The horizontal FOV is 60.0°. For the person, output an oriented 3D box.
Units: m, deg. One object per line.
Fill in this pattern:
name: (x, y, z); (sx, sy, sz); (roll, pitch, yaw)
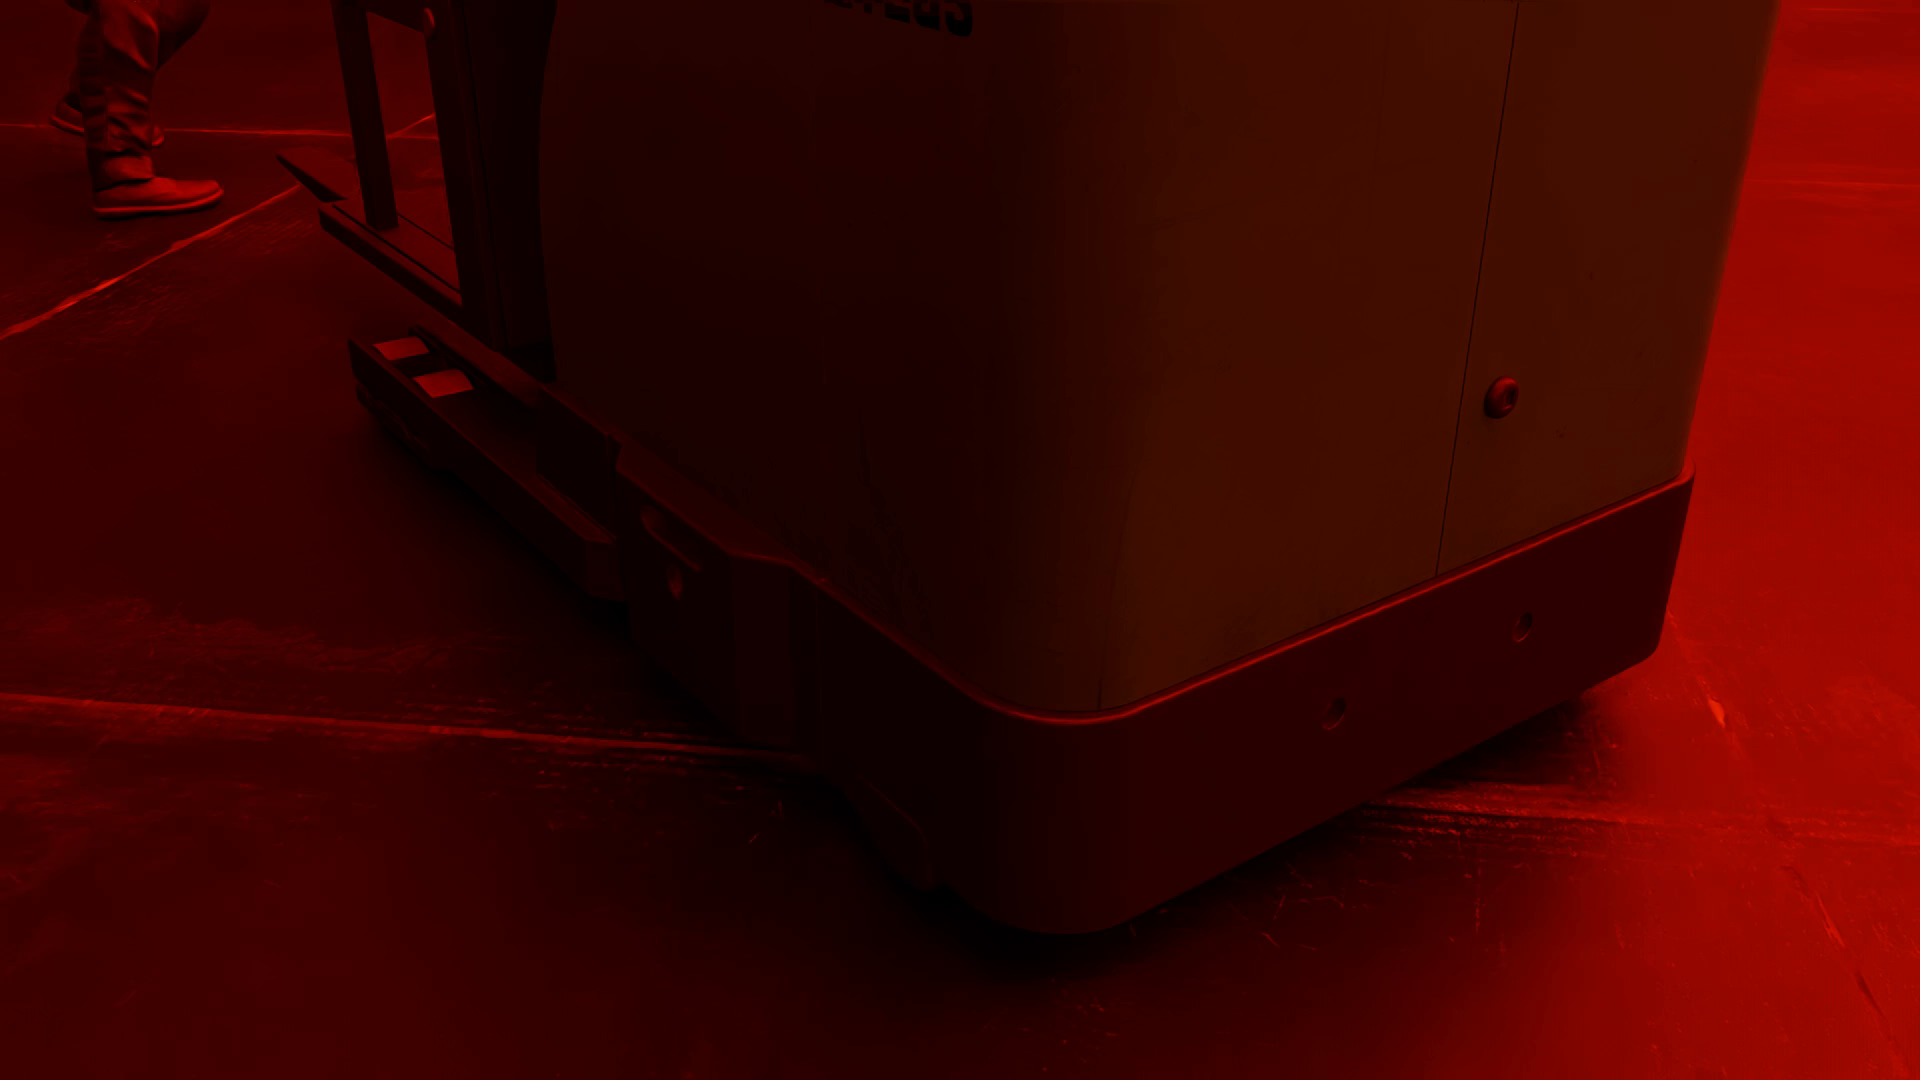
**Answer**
person: (-2.139, -1.615, 3.997); (0.520, 1.546, 0.740); (-4, 27, -7)

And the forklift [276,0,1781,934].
forklift: (-0.388, -1.536, 2.297); (1.130, 2.935, 3.031); (-18, 32, -32)
